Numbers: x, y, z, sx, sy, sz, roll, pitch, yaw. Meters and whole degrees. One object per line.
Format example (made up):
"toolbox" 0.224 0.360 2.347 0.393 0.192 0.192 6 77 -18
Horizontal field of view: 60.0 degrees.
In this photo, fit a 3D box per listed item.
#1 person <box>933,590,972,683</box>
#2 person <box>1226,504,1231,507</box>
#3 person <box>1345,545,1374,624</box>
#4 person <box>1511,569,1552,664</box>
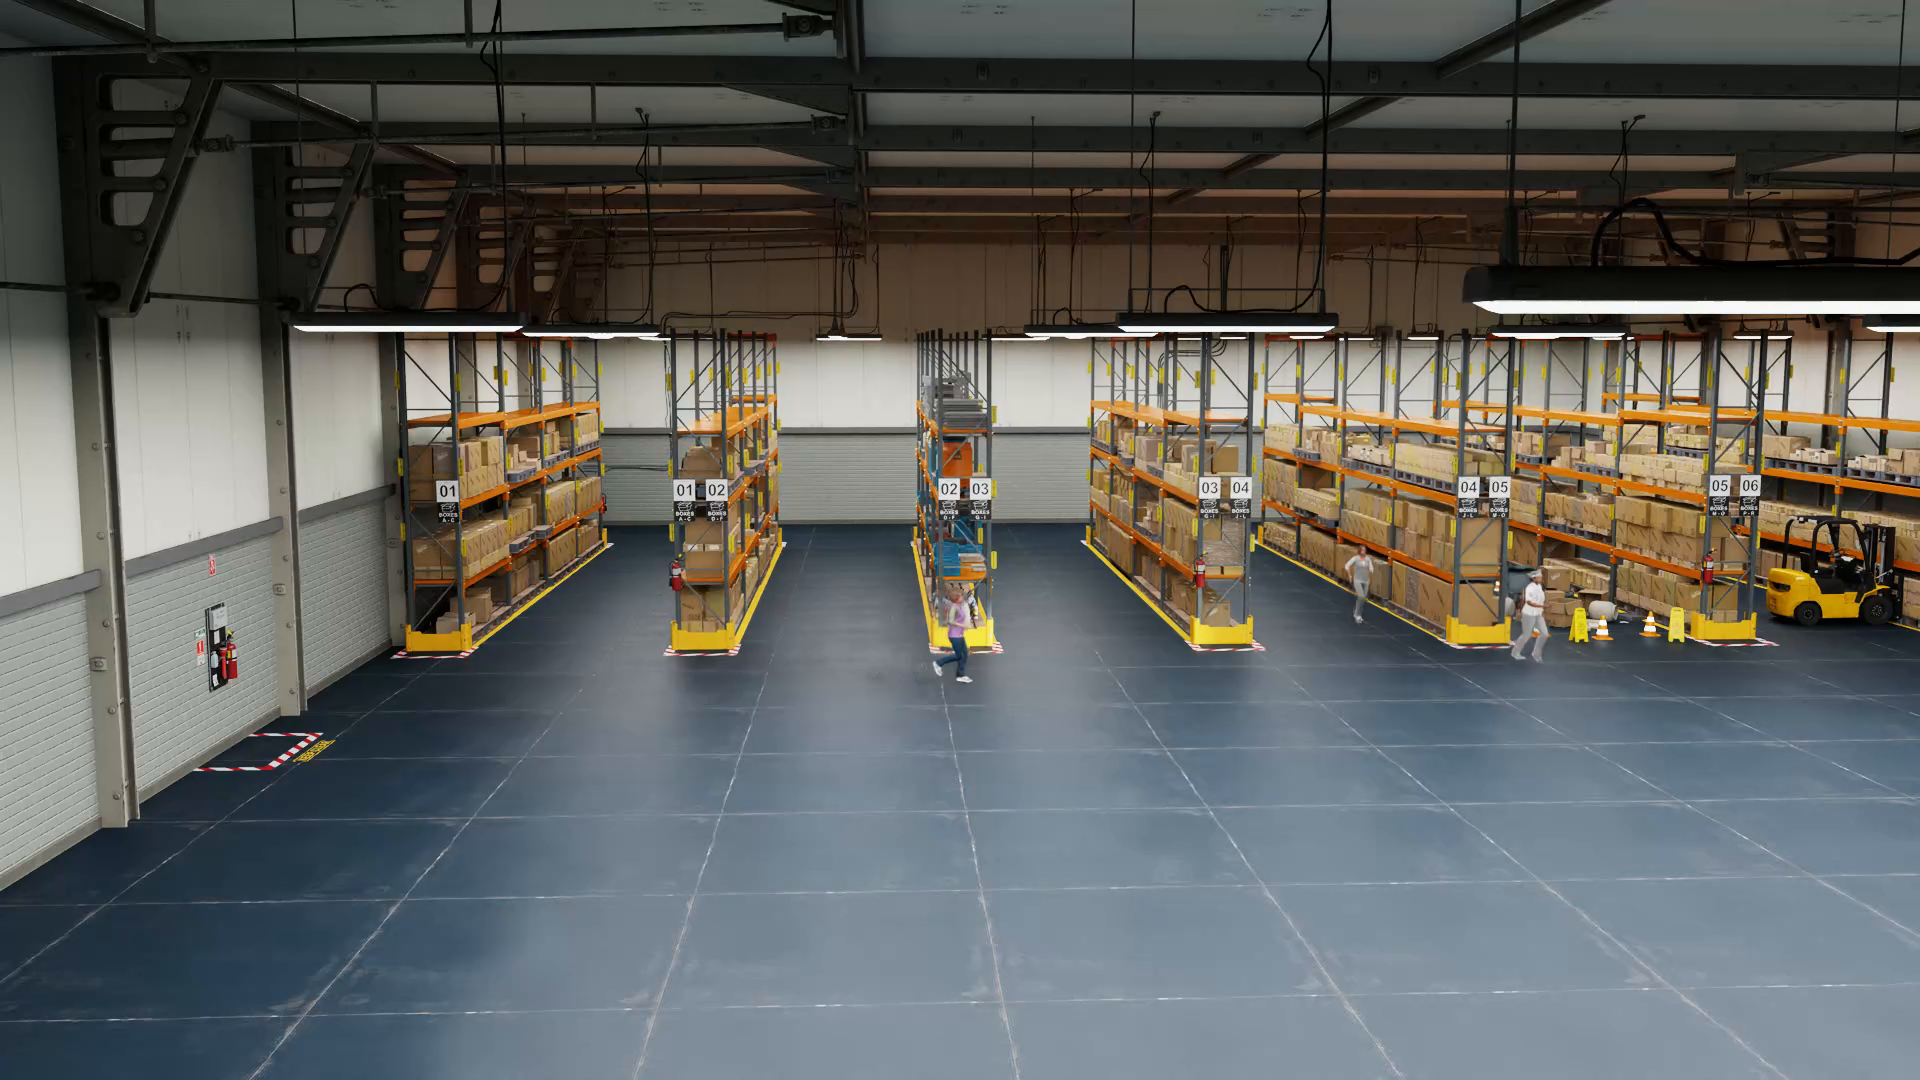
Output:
"person" -0.111 1.634 28.189 0.687 1.555 0.549 1 7 12
"person" 7.408 -0.675 47.323 0.768 1.690 0.597 0 7 3
"person" 8.240 0.906 34.190 0.503 1.627 0.691 -2 7 -13
"person" 10.311 1.388 29.901 0.593 1.766 0.735 -6 9 -43
